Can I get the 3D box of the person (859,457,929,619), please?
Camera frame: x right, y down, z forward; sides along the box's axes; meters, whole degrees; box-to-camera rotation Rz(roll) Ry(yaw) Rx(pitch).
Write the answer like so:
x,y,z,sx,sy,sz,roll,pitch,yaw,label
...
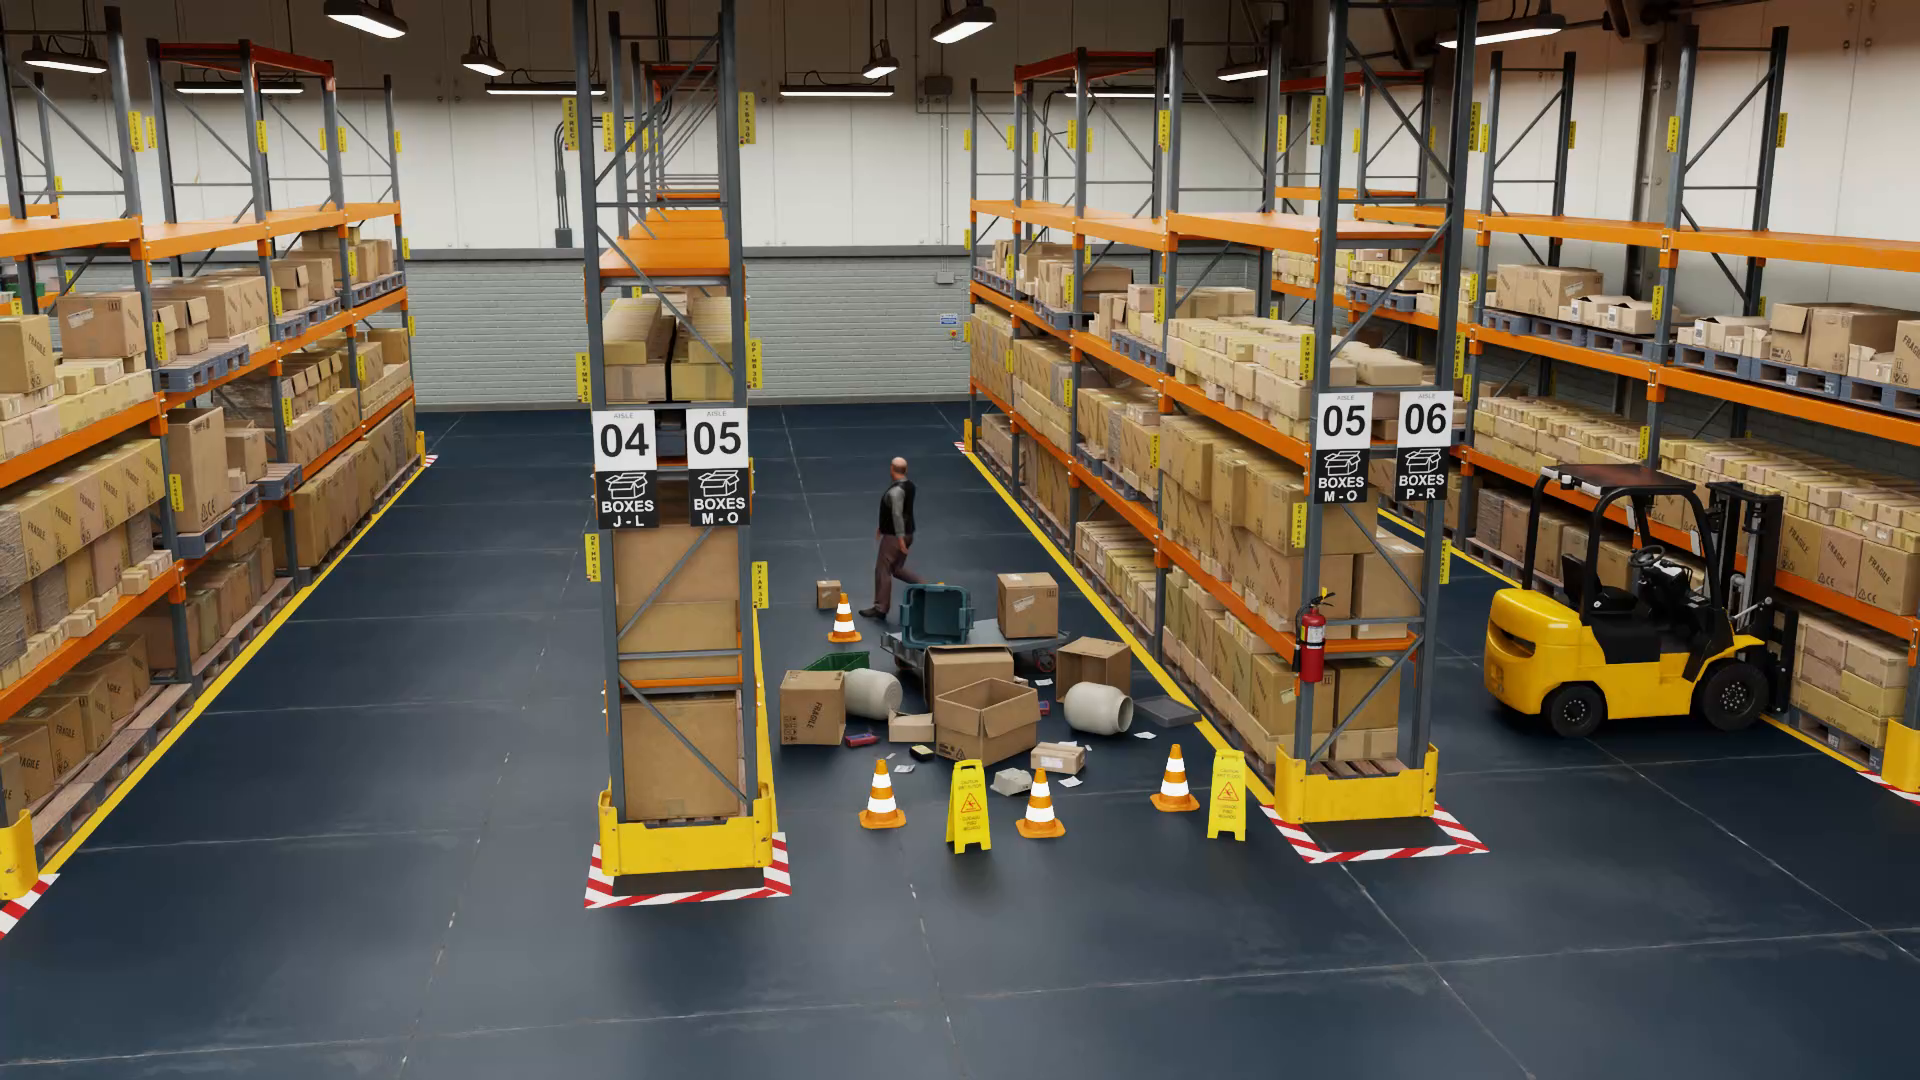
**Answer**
x,y,z,sx,sy,sz,roll,pitch,yaw,label
-0.656,-0.034,17.712,0.748,1.692,0.575,4,14,16,person
